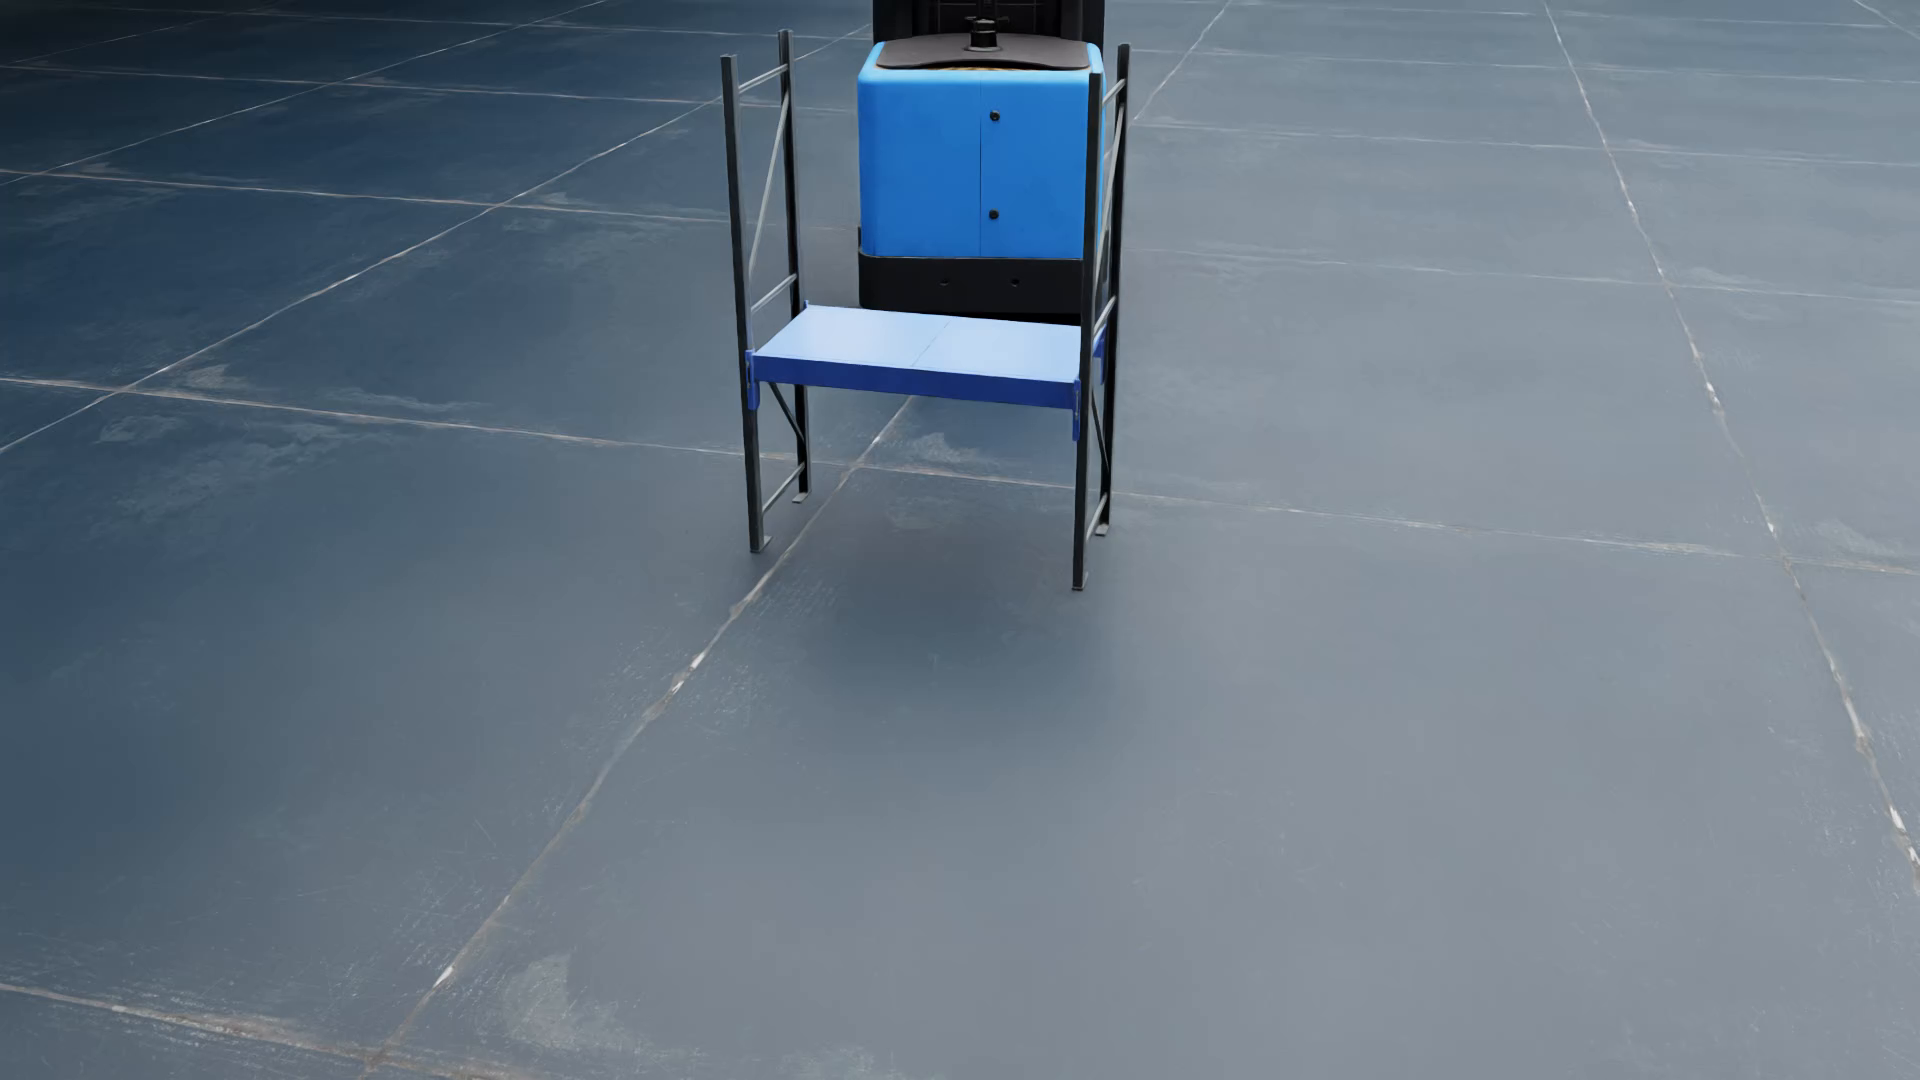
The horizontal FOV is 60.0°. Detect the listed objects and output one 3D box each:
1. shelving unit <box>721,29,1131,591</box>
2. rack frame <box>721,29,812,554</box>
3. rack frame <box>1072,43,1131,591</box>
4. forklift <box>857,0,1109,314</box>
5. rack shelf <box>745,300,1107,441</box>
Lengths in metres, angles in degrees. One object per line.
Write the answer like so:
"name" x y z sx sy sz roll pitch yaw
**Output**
"shelving unit" -0.083 -0.686 4.947 1.048 1.500 0.538 6 26 13
"rack frame" -0.575 -0.741 5.061 0.032 1.500 0.500 6 26 13
"rack frame" 0.410 -0.632 4.832 0.032 1.500 0.500 6 26 13
"forklift" 0.145 -2.883 7.895 1.130 2.935 3.031 1 25 2
"rack shelf" -0.083 -0.524 5.024 1.000 0.185 0.538 6 26 13
